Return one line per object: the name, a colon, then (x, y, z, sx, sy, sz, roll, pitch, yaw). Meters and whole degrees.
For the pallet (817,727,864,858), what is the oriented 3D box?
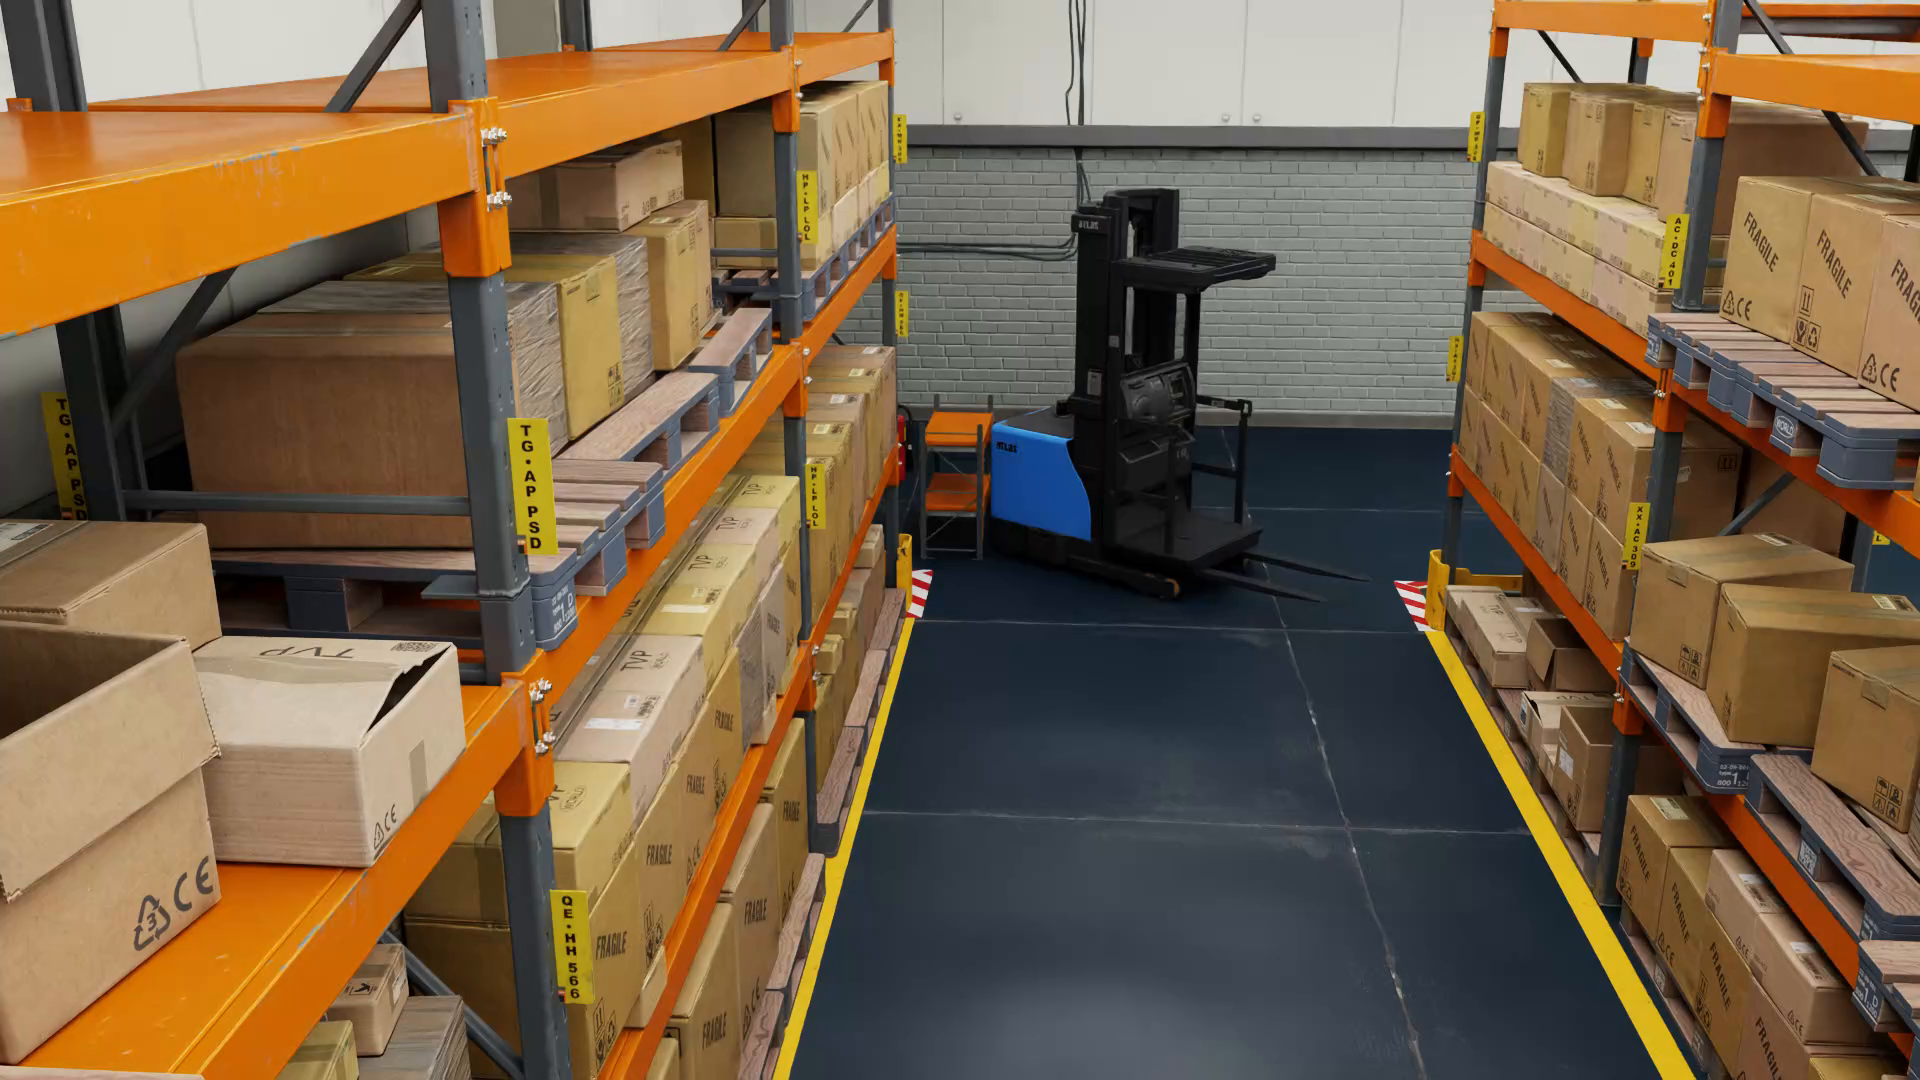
pallet: (-1.108, 1.386, 9.354, 1.003, 0.211, 1.213, 1, 18, 4)

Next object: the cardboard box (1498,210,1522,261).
cardboard box: (3.648, -1.883, 10.276, 0.500, 0.250, 0.500, 1, 18, 4)

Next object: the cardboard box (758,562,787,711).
cardboard box: (-1.049, 0.404, 7.201, 0.500, 0.500, 0.500, 1, 18, 4)

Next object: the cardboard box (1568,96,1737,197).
cardboard box: (3.789, -2.162, 9.119, 0.700, 0.500, 0.500, 1, 18, 4)

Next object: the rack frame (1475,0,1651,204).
rack frame: (3.988, -3.689, 10.728, 1.000, 3.000, 0.127, 1, 18, 4)

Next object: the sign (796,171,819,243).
sign: (-0.698, -1.516, 7.581, 0.100, 0.325, 0.005, 1, 18, 4)

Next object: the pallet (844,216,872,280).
pallet: (-1.081, -1.720, 9.680, 1.003, 0.211, 1.213, 1, 18, 4)

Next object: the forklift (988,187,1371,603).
forklift: (1.681, -1.120, 12.635, 3.031, 2.935, 1.130, 15, 23, 38)

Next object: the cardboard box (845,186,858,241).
cardboard box: (-0.848, -1.832, 9.286, 0.500, 0.250, 0.500, 1, 18, 2)

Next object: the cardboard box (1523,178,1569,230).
cardboard box: (3.619, -1.965, 9.724, 0.500, 0.250, 0.500, 1, 18, 4)

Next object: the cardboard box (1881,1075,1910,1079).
cardboard box: (3.247, 1.956, 5.240, 0.500, 0.250, 0.500, 2, 18, 6)

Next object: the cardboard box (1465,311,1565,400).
cardboard box: (3.693, -1.228, 11.088, 0.500, 0.500, 0.500, 2, 18, 6)

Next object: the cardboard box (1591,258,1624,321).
cardboard box: (3.517, -1.262, 8.379, 0.500, 0.250, 0.500, 1, 18, 4)

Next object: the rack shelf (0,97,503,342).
rack shelf: (-1.670, -0.160, 1.758, 1.077, 0.370, 4.000, 1, 18, 4)

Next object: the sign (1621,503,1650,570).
sign: (3.159, -0.016, 7.766, 0.100, 0.325, 0.005, 1, 18, 4)

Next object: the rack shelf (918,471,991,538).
rack shelf: (-0.019, -0.306, 13.837, 0.538, 0.278, 1.000, 2, 18, 5)

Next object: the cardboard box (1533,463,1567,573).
cardboard box: (3.551, -0.124, 9.322, 0.500, 0.500, 0.500, 2, 18, 5)

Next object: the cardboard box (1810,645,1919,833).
cardboard box: (3.636, 0.708, 6.111, 0.700, 0.500, 0.500, -3, 18, -10)

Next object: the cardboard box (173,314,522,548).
cardboard box: (-1.550, -0.294, 4.317, 0.700, 0.500, 0.500, 0, 18, 0)

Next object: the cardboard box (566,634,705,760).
cardboard box: (-1.168, 0.525, 5.628, 0.500, 0.250, 0.500, 1, 18, 4)

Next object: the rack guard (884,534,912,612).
rack guard: (-0.952, 0.233, 12.408, 1.175, 0.500, 0.348, 1, 18, 4)

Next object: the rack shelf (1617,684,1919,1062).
rack shelf: (3.557, 1.368, 6.087, 1.077, 0.370, 4.000, 1, 18, 4)

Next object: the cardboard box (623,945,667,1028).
cardboard box: (-1.142, 1.392, 5.230, 0.380, 0.149, 0.250, 2, 18, 6)

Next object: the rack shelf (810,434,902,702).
rack shelf: (-1.097, 0.016, 10.213, 1.077, 0.370, 4.000, 1, 18, 4)

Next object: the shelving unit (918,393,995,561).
shelving unit: (-0.019, -0.539, 13.760, 0.538, 1.125, 1.048, 2, 18, 5)

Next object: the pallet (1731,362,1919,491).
pallet: (3.513, -0.408, 5.837, 1.213, 0.211, 1.003, 1, 18, 4)

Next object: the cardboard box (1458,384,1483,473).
cardboard box: (3.693, -0.753, 11.244, 0.500, 0.500, 0.500, 2, 18, 5)

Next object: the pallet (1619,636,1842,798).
pallet: (3.535, 0.742, 7.151, 1.003, 0.211, 1.213, 1, 18, 4)

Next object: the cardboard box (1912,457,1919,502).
cardboard box: (3.486, -0.282, 4.989, 0.910, 0.500, 0.500, 1, 18, 4)

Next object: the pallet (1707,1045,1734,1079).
pallet: (3.595, 2.363, 6.372, 1.003, 0.211, 1.213, 1, 18, 4)

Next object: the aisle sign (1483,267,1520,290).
aisle sign: (3.700, -2.101, 11.342, 0.394, 0.787, 0.004, 1, 18, 4)

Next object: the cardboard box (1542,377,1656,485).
cardboard box: (3.549, -0.597, 9.160, 0.500, 0.500, 0.500, 1, 18, 4)

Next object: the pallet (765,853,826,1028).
pallet: (-1.220, 1.862, 7.903, 1.003, 0.211, 1.213, 1, 18, 4)

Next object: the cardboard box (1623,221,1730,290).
cardboard box: (3.465, -1.344, 7.829, 0.500, 0.250, 0.500, 1, 18, 4)

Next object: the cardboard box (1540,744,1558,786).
cardboard box: (3.426, 1.249, 9.165, 0.380, 0.149, 0.250, 1, 18, 4)

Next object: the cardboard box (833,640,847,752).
cardboard box: (-1.045, 0.898, 9.706, 0.700, 0.500, 0.500, 1, 18, 3)

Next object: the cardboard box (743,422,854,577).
cardboard box: (-1.127, -0.242, 9.363, 0.980, 0.700, 0.700, 1, 18, 3)

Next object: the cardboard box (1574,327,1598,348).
cardboard box: (4.195, -1.059, 10.572, 0.500, 0.500, 0.500, 2, 18, 5)

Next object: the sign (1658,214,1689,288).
sign: (3.159, -1.276, 7.353, 0.100, 0.325, 0.005, 1, 18, 4)

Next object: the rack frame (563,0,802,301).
rack frame: (-1.240, -2.556, 7.271, 1.000, 3.000, 0.127, 1, 18, 4)

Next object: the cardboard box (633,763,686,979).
cardboard box: (-1.190, 1.032, 5.287, 0.500, 0.500, 0.500, 2, 18, 6)

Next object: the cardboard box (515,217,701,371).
cardboard box: (-1.388, -0.942, 6.295, 0.700, 0.500, 0.500, 1, 18, 3)

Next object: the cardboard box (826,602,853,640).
cardboard box: (-0.841, 0.481, 9.936, 0.380, 0.149, 0.250, 1, 18, 2)

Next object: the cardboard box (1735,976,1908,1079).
cardboard box: (3.316, 2.006, 6.291, 0.500, 0.500, 0.500, 1, 18, 2)

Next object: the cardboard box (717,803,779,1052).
cardboard box: (-1.218, 1.598, 7.007, 0.750, 0.750, 0.750, 2, 18, 6)

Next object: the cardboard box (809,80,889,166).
cardboard box: (-0.734, -2.671, 10.642, 0.500, 0.500, 0.500, 1, 18, 4)

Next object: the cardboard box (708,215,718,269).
cardboard box: (-1.425, -1.524, 8.345, 0.500, 0.250, 0.500, 1, 18, 4)

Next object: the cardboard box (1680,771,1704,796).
cardboard box: (3.947, 1.348, 8.604, 0.500, 0.311, 0.500, 1, 18, 4)

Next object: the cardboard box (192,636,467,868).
cardboard box: (-1.309, 0.375, 3.256, 0.500, 0.311, 0.500, 1, 18, 4)

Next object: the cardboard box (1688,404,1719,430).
cardboard box: (4.052, -0.418, 8.616, 0.500, 0.500, 0.500, 1, 18, 2)

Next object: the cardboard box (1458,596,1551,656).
cardboard box: (3.630, 0.578, 11.052, 0.500, 0.250, 0.500, 1, 18, 4)

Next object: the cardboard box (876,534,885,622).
cardboard box: (-0.904, 0.261, 11.650, 0.700, 0.500, 0.500, 1, 18, 4)

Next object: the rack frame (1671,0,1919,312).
rack frame: (3.701, -2.446, 6.937, 1.000, 3.000, 0.127, 1, 18, 4)

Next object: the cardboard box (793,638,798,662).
cardboard box: (-0.982, 0.516, 7.901, 0.380, 0.149, 0.250, 1, 18, 4)

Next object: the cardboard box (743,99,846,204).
cardboard box: (-0.879, -2.037, 8.708, 0.500, 0.500, 0.500, 1, 18, 3)
